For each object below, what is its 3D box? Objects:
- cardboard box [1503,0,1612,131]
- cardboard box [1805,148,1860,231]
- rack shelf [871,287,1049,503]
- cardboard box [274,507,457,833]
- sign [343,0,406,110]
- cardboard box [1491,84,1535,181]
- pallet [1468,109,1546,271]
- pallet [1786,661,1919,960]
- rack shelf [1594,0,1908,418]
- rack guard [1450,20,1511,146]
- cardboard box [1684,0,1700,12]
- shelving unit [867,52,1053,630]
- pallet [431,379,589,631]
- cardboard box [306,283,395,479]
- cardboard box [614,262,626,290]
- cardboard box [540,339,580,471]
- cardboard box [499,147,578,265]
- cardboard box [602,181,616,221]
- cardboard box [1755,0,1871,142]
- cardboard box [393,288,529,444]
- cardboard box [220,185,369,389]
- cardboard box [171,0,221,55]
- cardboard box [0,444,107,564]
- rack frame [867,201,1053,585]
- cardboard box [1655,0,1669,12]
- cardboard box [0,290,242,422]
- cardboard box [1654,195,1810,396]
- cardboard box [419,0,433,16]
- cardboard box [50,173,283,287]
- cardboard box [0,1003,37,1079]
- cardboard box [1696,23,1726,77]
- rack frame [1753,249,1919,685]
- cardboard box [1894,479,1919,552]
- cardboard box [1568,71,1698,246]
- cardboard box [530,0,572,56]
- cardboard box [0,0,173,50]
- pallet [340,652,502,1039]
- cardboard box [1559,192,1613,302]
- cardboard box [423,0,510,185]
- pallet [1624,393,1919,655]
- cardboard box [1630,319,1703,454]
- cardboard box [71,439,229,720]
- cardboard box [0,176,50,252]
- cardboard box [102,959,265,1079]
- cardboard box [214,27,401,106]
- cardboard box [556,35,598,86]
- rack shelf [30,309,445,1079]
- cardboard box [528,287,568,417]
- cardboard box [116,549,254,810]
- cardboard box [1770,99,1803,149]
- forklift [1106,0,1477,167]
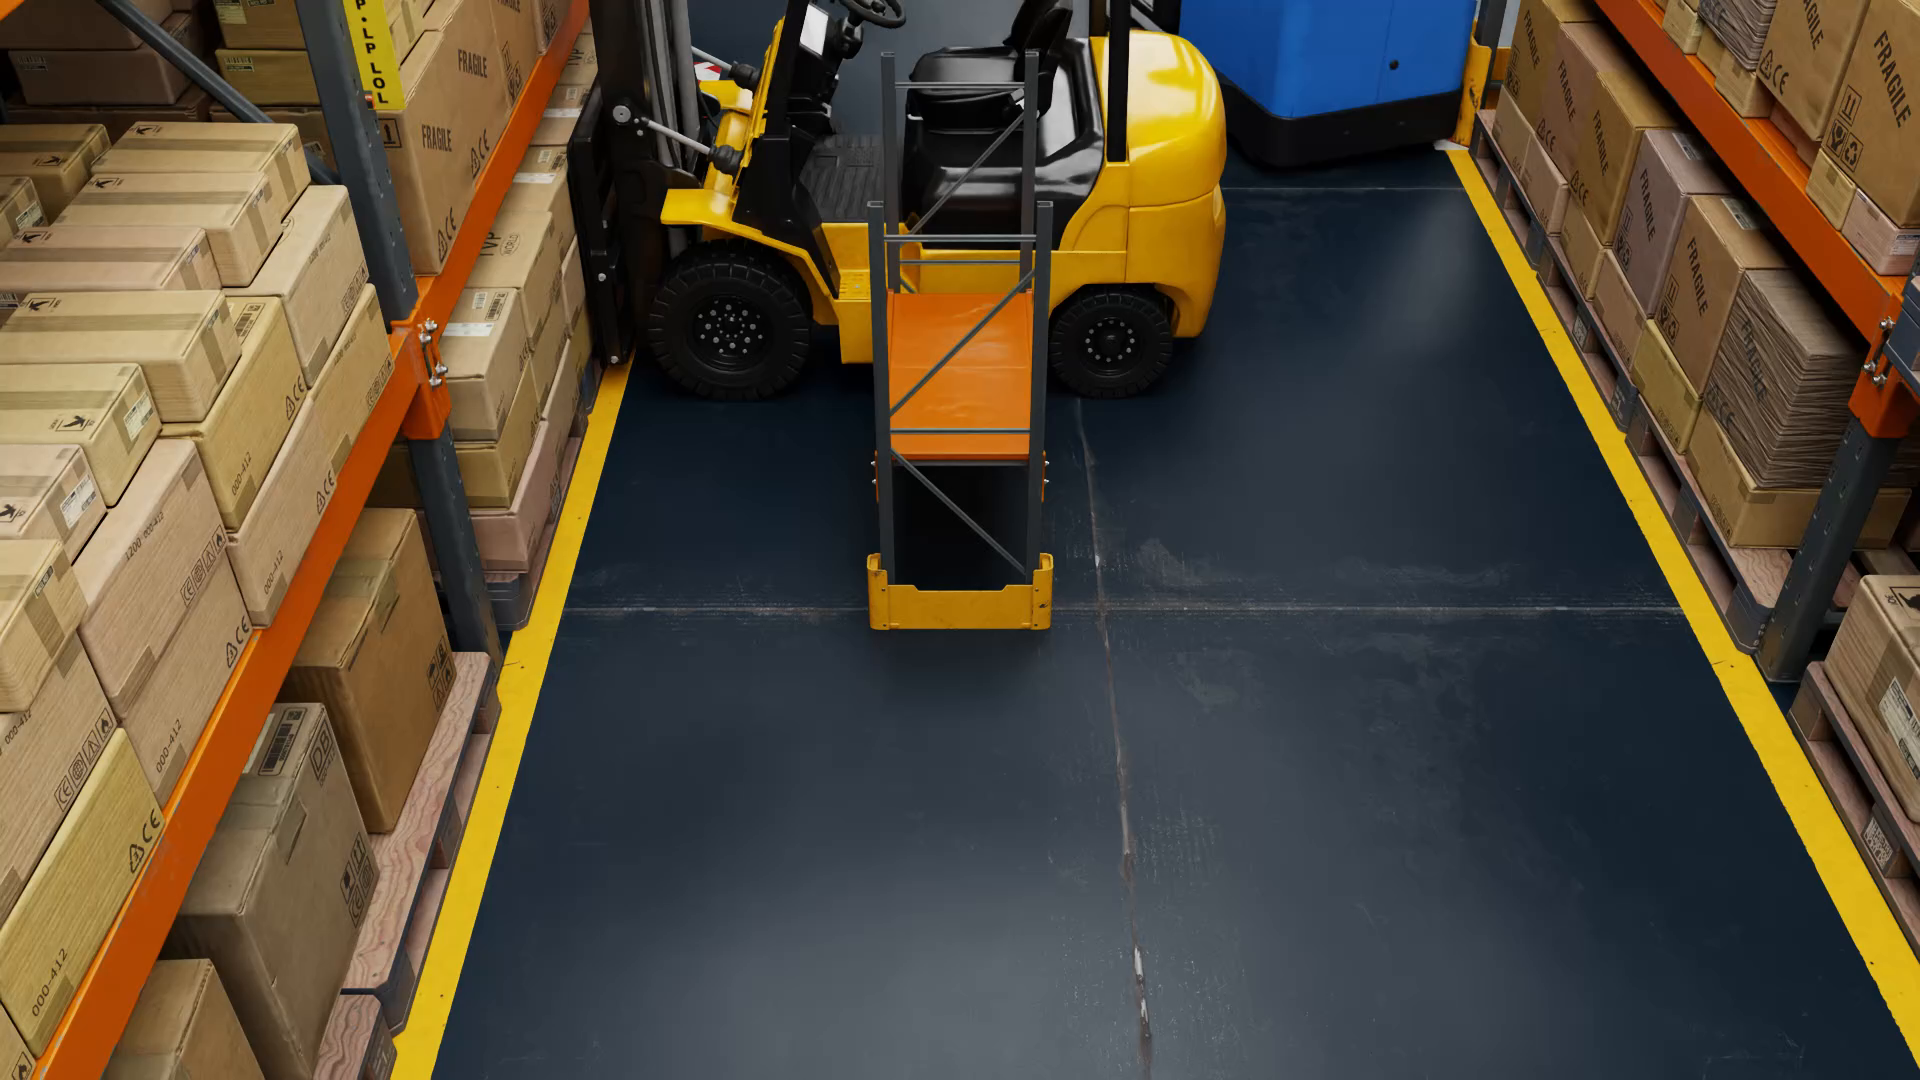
[{"bbox_3d":[2.739,-2.124,7.265,0.500,0.500,0.500,-1,39,-2],"label":"cardboard box"},{"bbox_3d":[2.706,-1.017,4.821,0.380,0.149,0.250,1,39,1],"label":"cardboard box"},{"bbox_3d":[0.000,-0.498,5.460,0.538,0.185,1.000,0,39,0],"label":"rack shelf"},{"bbox_3d":[-1.933,0.337,4.494,0.875,0.625,0.625,2,39,2],"label":"cardboard box"},{"bbox_3d":[-1.402,-1.180,3.961,0.100,0.325,0.005,0,39,0],"label":"sign"},{"bbox_3d":[2.738,-1.846,7.518,0.500,0.250,0.500,0,39,0],"label":"cardboard box"},{"bbox_3d":[2.980,-1.616,7.598,1.003,0.211,1.213,0,39,0],"label":"pallet"},{"bbox_3d":[3.021,0.817,4.562,1.003,0.211,1.213,0,39,0],"label":"pallet"},{"bbox_3d":[3.016,-1.728,6.083,1.077,0.370,4.000,0,39,0],"label":"rack shelf"},{"bbox_3d":[3.014,-2.237,8.141,1.175,0.500,0.348,0,39,0],"label":"rack guard"},{"bbox_3d":[2.752,-2.158,5.726,0.500,0.500,0.500,-1,39,-1],"label":"cardboard box"},{"bbox_3d":[0.000,-0.633,5.340,0.587,1.500,1.083,0,39,0],"label":"shelving unit"},{"bbox_3d":[-1.904,-0.162,5.783,1.003,0.211,1.213,0,39,0],"label":"pallet"},{"bbox_3d":[-1.683,-0.379,3.944,0.500,0.250,0.500,1,39,1],"label":"cardboard box"},{"bbox_3d":[-1.627,-1.102,6.590,0.500,0.250,0.500,1,39,1],"label":"cardboard box"},{"bbox_3d":[-1.630,-0.464,5.793,0.500,0.250,0.500,-1,39,-1],"label":"cardboard box"},{"bbox_3d":[-1.634,-1.167,5.871,0.500,0.250,0.500,1,39,1],"label":"cardboard box"},{"bbox_3d":[-1.628,-1.286,6.420,0.500,0.250,0.500,0,39,0],"label":"cardboard box"},{"bbox_3d":[2.762,-1.513,4.922,0.500,0.500,0.500,1,39,1],"label":"cardboard box"},{"bbox_3d":[-1.632,-0.536,5.084,0.500,0.250,0.500,-1,39,-1],"label":"cardboard box"},{"bbox_3d":[-1.689,-0.582,3.798,0.500,0.250,0.500,-1,39,-1],"label":"cardboard box"},{"bbox_3d":[-2.237,-1.402,4.502,0.380,0.149,0.250,-1,39,-1],"label":"cardboard box"},{"bbox_3d":[-1.692,-0.032,2.793,0.380,0.149,0.250,0,39,0],"label":"cardboard box"},{"bbox_3d":[0.000,-0.321,4.951,0.500,1.500,0.032,0,39,0],"label":"rack frame"},{"bbox_3d":[2.760,-1.975,6.016,0.380,0.149,0.250,-1,39,-1],"label":"cardboard box"},{"bbox_3d":[-1.624,-0.352,3.192,0.380,0.149,0.250,-1,39,-1],"label":"cardboard box"},{"bbox_3d":[2.747,-0.830,5.650,0.500,0.500,0.500,1,39,1],"label":"cardboard box"},{"bbox_3d":[-1.712,-1.569,4.710,0.380,0.149,0.250,0,39,0],"label":"cardboard box"},{"bbox_3d":[-1.704,-0.670,3.588,0.380,0.149,0.250,-1,39,-1],"label":"cardboard box"},{"bbox_3d":[-1.700,0.893,2.357,0.500,0.250,0.500,-1,39,-2],"label":"cardboard box"},{"bbox_3d":[2.739,-1.656,5.619,0.380,0.149,0.250,-1,39,-1],"label":"cardboard box"},{"bbox_3d":[3.019,-0.758,4.298,1.000,3.000,0.127,0,39,0],"label":"rack frame"},{"bbox_3d":[3.288,-0.218,5.487,0.500,0.250,0.500,-2,39,-2],"label":"cardboard box"},{"bbox_3d":[2.736,-1.483,6.465,0.500,0.500,0.500,1,39,1],"label":"cardboard box"},{"bbox_3d":[-1.683,-2.026,5.800,0.500,0.500,0.500,0,39,0],"label":"cardboard box"},{"bbox_3d":[-2.248,-1.360,4.212,0.380,0.149,0.250,0,39,0],"label":"cardboard box"},{"bbox_3d":[-1.905,0.796,4.587,1.003,0.211,1.213,0,39,0],"label":"pallet"},{"bbox_3d":[2.745,-1.186,6.694,0.500,0.250,0.500,2,39,3],"label":"cardboard box"},{"bbox_3d":[-1.702,-1.395,5.012,0.500,0.500,0.500,1,39,1],"label":"cardboard box"},{"bbox_3d":[2.983,-0.090,5.694,1.003,0.211,1.213,0,39,0],"label":"pallet"},{"bbox_3d":[2.739,-0.552,5.903,0.500,0.250,0.500,-1,39,-1],"label":"cardboard box"},{"bbox_3d":[-1.686,0.059,2.997,0.500,0.250,0.500,1,39,1],"label":"cardboard box"},{"bbox_3d":[-2.211,-0.657,3.572,0.380,0.149,0.250,-1,39,-2],"label":"cardboard box"},{"bbox_3d":[-1.937,1.292,3.302,0.875,0.625,0.625,-2,39,-2],"label":"cardboard box"},{"bbox_3d":[-1.682,-1.244,4.305,0.380,0.149,0.250,-1,39,-1],"label":"cardboard box"},{"bbox_3d":[-1.620,-1.812,6.676,0.500,0.250,0.500,0,39,1],"label":"cardboard box"},{"bbox_3d":[-1.943,0.779,2.955,1.077,0.370,4.000,0,39,0],"label":"rack shelf"},{"bbox_3d":[-1.639,-0.656,5.633,0.500,0.250,0.500,0,39,0],"label":"cardboard box"},{"bbox_3d":[-1.707,0.246,3.164,0.500,0.250,0.500,0,39,0],"label":"cardboard box"},{"bbox_3d":[2.798,-1.336,5.219,0.380,0.149,0.250,-1,39,-1],"label":"cardboard box"},{"bbox_3d":[1.427,-3.825,8.179,1.130,2.935,3.031,-13,41,-16],"label":"forklift"}]
